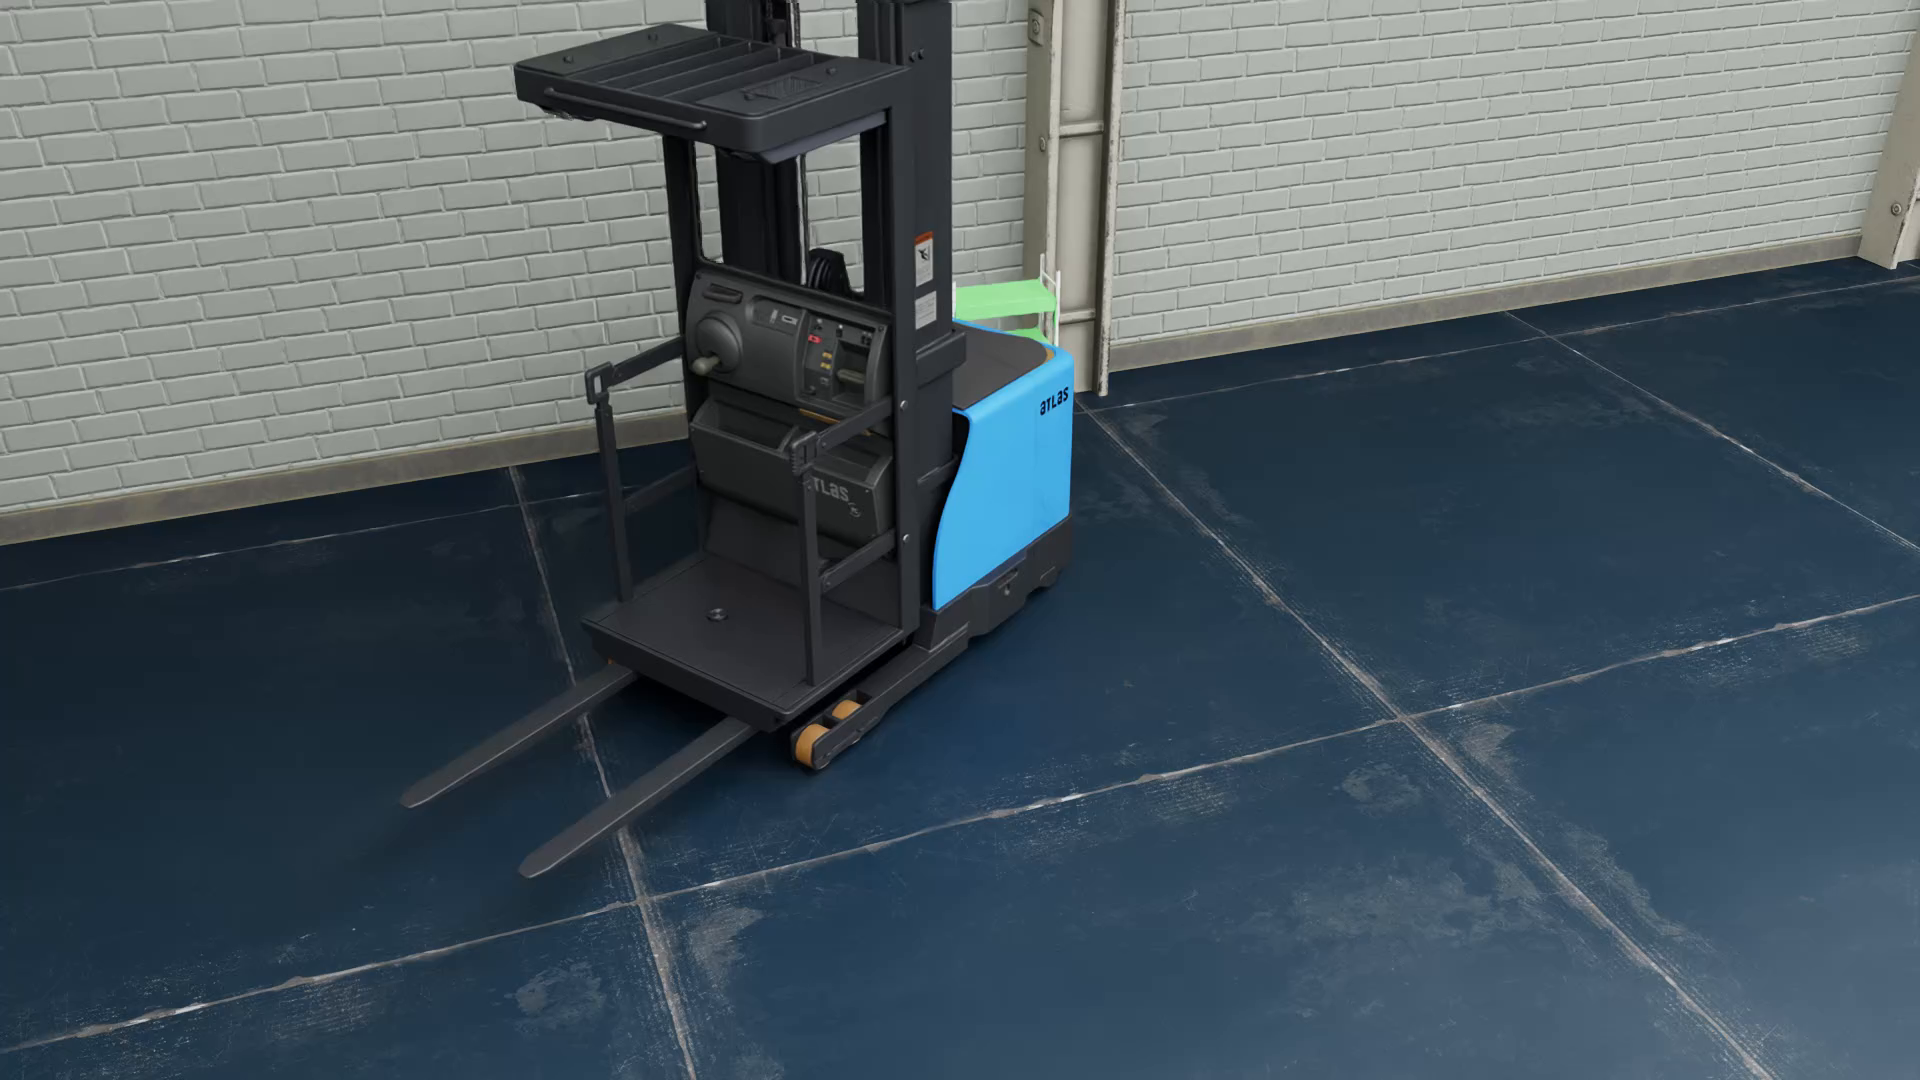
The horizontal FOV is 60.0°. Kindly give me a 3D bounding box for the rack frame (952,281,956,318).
[{"bbox_3d":[-0.060,-0.666,7.707,0.015,1.200,0.240,-8,31,-14],"label":"rack frame"}]

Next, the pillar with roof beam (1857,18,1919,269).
[{"bbox_3d":[7.701,-3.785,5.302,0.400,9.000,9.100,-10,31,-18],"label":"pillar with roof beam"}]

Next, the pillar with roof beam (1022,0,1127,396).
[{"bbox_3d":[2.077,-2.749,3.484,0.400,9.000,9.100,-10,31,-18],"label":"pillar with roof beam"}]

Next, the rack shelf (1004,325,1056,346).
[{"bbox_3d":[0.175,-0.853,7.679,0.480,0.148,0.258,-8,31,-14],"label":"rack shelf"}]

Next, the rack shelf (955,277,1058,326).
[{"bbox_3d":[0.175,-1.062,7.561,0.480,0.148,0.258,-8,31,-14],"label":"rack shelf"}]

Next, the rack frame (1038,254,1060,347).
[{"bbox_3d":[0.409,-0.734,7.826,0.015,1.200,0.240,-8,31,-14],"label":"rack frame"}]

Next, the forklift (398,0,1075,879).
[{"bbox_3d":[-0.775,-0.688,5.996,1.130,2.935,3.031,20,35,31],"label":"forklift"}]

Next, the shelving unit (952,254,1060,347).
[{"bbox_3d":[0.175,-0.700,7.767,0.503,1.200,0.258,-8,31,-14],"label":"shelving unit"}]
